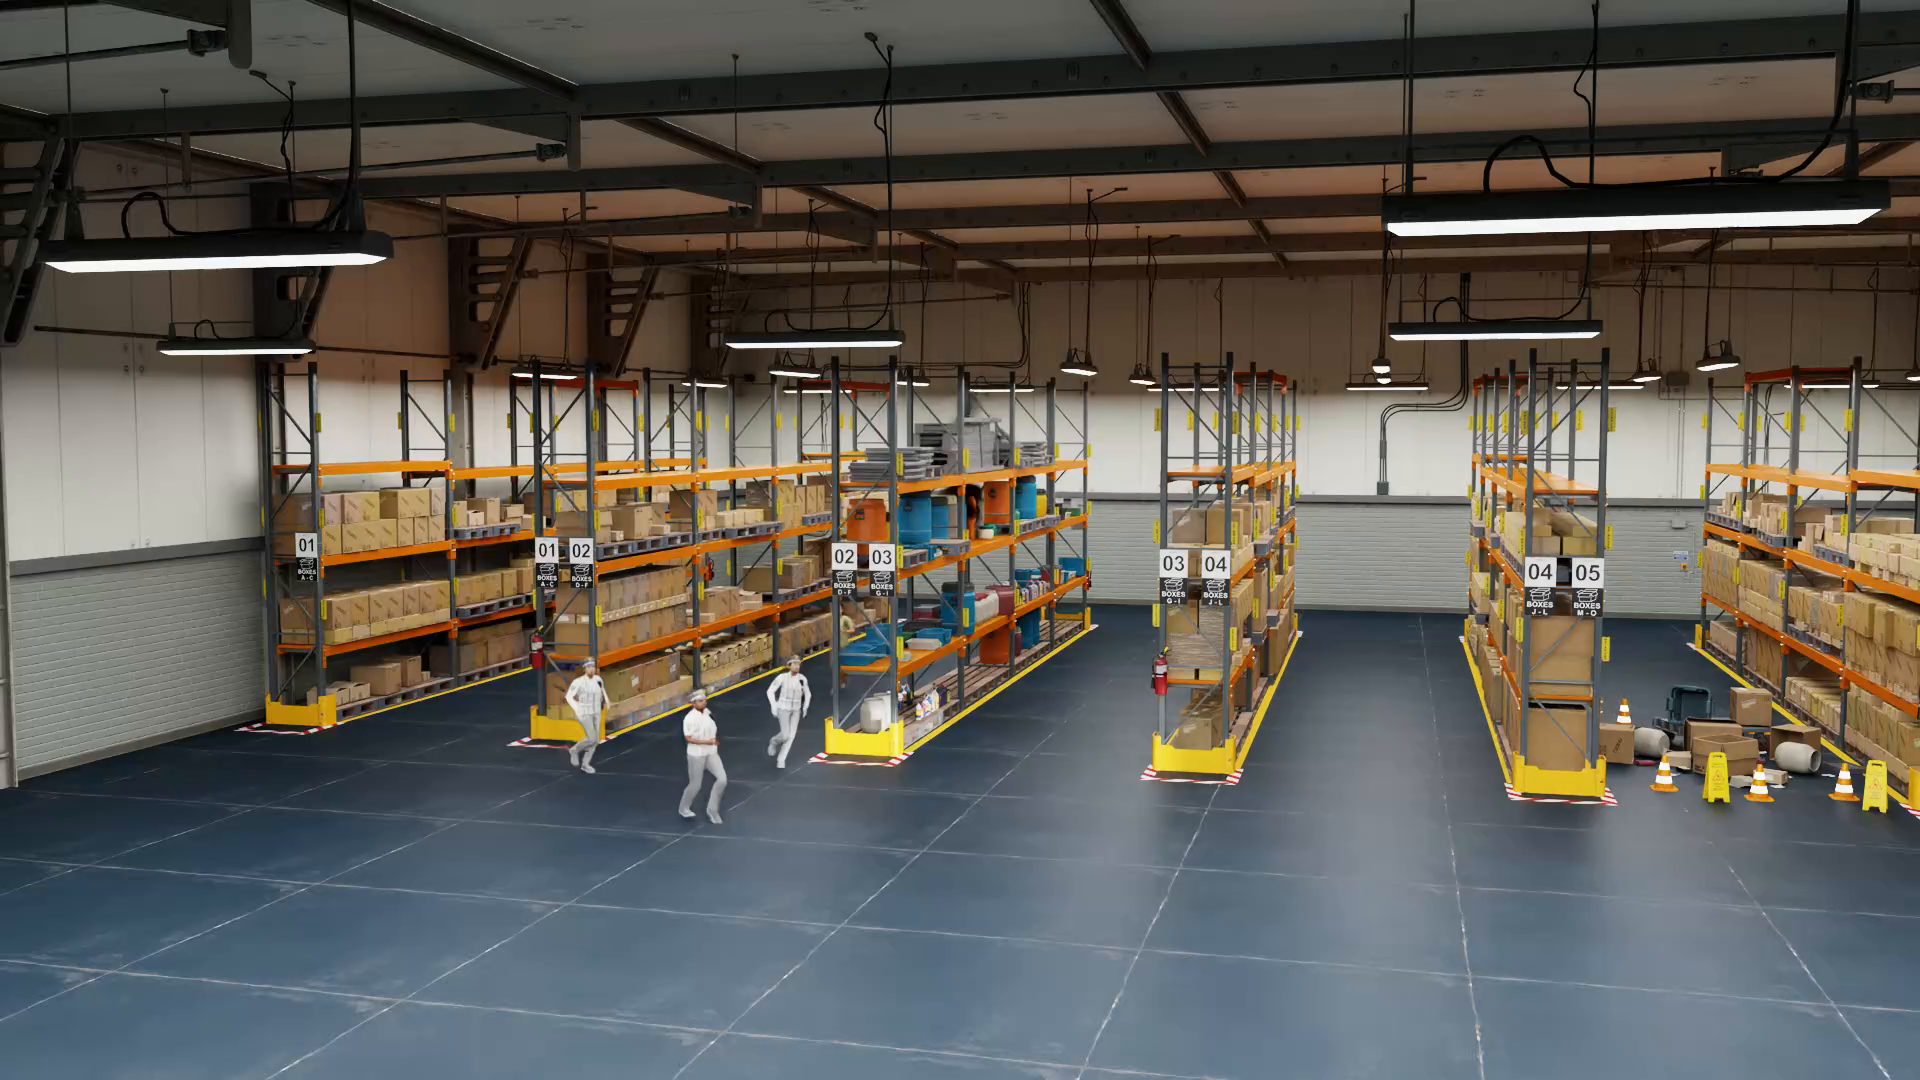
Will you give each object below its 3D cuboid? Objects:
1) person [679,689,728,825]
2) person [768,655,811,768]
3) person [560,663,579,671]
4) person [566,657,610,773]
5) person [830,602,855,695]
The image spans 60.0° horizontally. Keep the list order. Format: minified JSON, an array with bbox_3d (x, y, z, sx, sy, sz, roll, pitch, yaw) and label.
[{"bbox_3d":[-3.227,2.714,20.862,0.734,1.728,0.581,4,5,41],"label":"person"},{"bbox_3d":[-2.473,2.480,24.323,0.651,1.621,0.526,-2,4,-25],"label":"person"},{"bbox_3d":[-7.028,2.098,29.904,0.600,1.599,0.513,1,4,11],"label":"person"},{"bbox_3d":[-5.298,2.500,23.862,0.569,1.669,0.605,4,5,43],"label":"person"},{"bbox_3d":[-2.200,2.009,30.877,0.547,1.731,0.741,1,4,12],"label":"person"}]
